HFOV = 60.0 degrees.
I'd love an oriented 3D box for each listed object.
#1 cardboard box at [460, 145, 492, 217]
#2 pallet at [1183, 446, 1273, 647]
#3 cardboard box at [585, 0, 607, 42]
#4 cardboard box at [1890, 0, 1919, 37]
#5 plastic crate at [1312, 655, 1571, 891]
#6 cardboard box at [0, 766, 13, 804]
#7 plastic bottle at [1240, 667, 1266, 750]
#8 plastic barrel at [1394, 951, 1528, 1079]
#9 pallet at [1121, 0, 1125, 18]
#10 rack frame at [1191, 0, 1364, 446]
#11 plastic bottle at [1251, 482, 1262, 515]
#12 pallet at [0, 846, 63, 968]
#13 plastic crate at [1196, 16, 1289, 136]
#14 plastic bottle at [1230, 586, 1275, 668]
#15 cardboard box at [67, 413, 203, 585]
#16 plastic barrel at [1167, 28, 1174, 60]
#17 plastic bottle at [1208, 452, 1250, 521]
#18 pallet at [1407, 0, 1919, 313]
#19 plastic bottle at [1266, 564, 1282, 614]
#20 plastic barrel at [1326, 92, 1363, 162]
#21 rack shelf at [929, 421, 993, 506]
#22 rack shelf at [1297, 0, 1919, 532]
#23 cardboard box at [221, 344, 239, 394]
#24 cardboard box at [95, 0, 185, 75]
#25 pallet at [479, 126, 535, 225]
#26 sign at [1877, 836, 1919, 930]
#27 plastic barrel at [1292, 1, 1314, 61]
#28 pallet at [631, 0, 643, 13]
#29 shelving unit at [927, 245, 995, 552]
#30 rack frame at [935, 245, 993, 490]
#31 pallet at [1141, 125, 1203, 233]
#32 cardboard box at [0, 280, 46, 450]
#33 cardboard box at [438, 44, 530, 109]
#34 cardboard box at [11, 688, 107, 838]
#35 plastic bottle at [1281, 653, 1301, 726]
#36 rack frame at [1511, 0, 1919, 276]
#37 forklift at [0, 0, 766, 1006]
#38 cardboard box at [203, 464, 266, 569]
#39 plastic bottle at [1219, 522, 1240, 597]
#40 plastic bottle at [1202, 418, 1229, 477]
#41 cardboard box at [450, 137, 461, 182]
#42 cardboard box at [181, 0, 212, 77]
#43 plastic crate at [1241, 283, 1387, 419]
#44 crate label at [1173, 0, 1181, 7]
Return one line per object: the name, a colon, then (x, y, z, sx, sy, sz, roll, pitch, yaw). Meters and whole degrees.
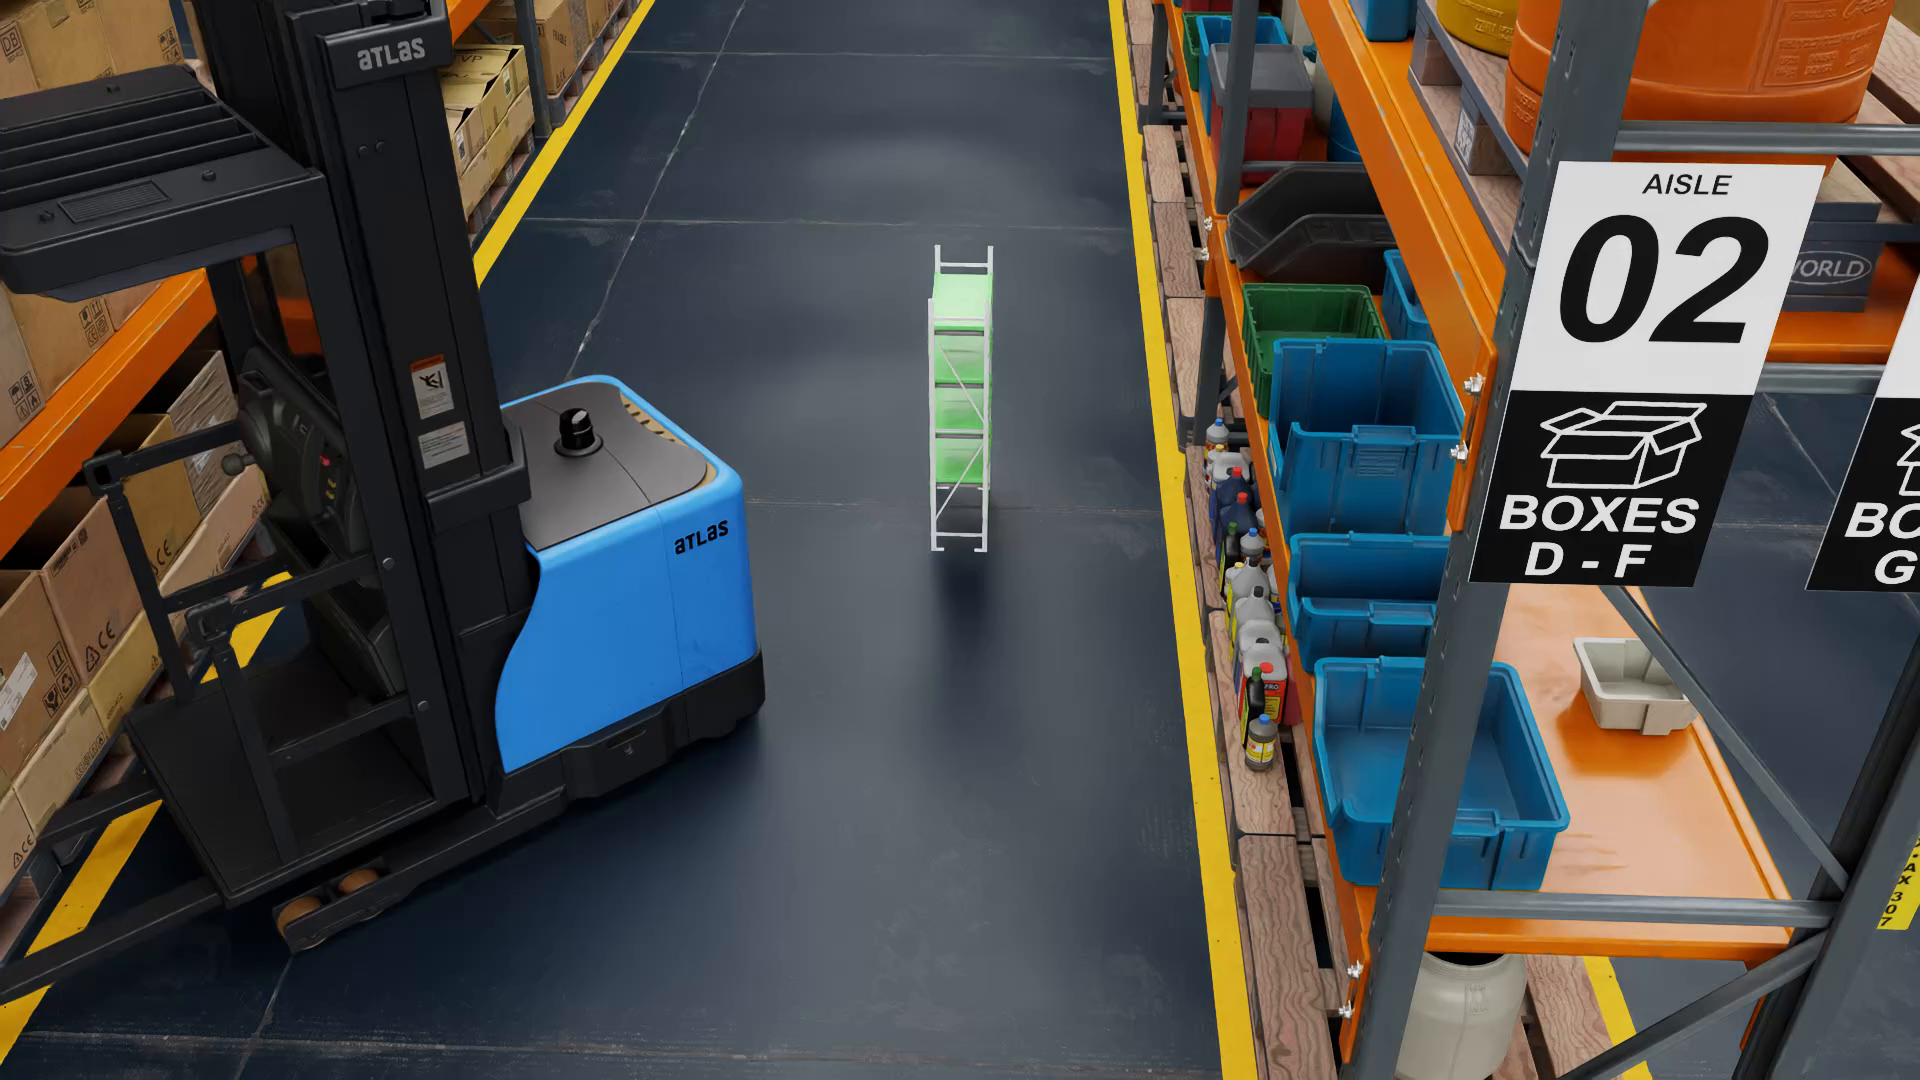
cardboard box: (-3.045, -2.081, 9.628, 0.500, 0.250, 0.500, 2, 35, 3)
pallet: (1.493, 0.013, 7.047, 1.003, 0.211, 1.213, 1, 35, 2)
cardboard box: (-2.883, -3.928, 12.022, 0.500, 0.500, 0.500, 1, 35, 1)
cardboard box: (6.720, -3.395, 10.954, 1.225, 0.875, 0.875, 0, 35, 0)
plastic crate: (1.122, 0.552, 3.985, 0.499, 0.251, 0.616, 1, 35, 2)
cardboard box: (-3.286, 0.725, 4.983, 0.500, 0.500, 0.500, 1, 35, 2)
plastic bottle: (1.023, 0.584, 5.790, 0.061, 0.283, 0.133, 2, 35, 3)
plastic barrel: (1.351, 1.252, 4.658, 0.421, 0.512, 0.421, 0, 35, 0)
pallet: (1.810, -4.525, 13.506, 1.003, 0.211, 1.213, 1, 35, 2)
rack frame: (1.561, -1.512, 6.793, 1.000, 3.000, 0.127, 1, 35, 2)
plastic bottle: (1.258, -0.151, 6.778, 0.144, 0.351, 0.185, 1, 35, 2)
pallet: (-3.560, 1.370, 5.117, 1.003, 0.211, 1.213, 1, 35, 2)
plastic crate: (1.295, -2.147, 7.710, 0.392, 0.384, 0.575, 1, 35, 2)
plastic bottle: (1.082, 0.305, 6.128, 0.144, 0.351, 0.185, 3, 35, 4)
cardboard box: (-3.236, -0.137, 6.210, 0.500, 0.500, 0.500, 1, 35, 2)
plastic barrel: (1.658, -3.572, 11.523, 0.421, 0.512, 0.421, 0, 35, 0)
plastic bottle: (1.125, -0.219, 6.939, 0.152, 0.276, 0.135, 3, 35, 4)
pallet: (1.532, -0.837, 3.388, 1.003, 0.211, 1.213, 1, 35, 2)
plastic bottle: (1.239, 0.218, 6.318, 0.152, 0.276, 0.135, 1, 35, 2)
plastic barrel: (1.880, -1.932, 6.955, 0.600, 0.901, 0.708, 1, 35, 2)
rack shelf: (0.007, -0.337, 7.215, 0.258, 0.148, 0.480, 1, 35, 2)
rack shelf: (1.481, -1.296, 4.503, 1.077, 0.370, 4.000, 1, 35, 2)
cardboard box: (-3.661, -0.921, 7.978, 0.500, 0.250, 0.500, 1, 35, 1)
cardboard box: (-3.399, -1.946, 6.194, 0.700, 0.500, 0.500, 1, 35, 2)
pallet: (-3.299, -2.314, 10.359, 1.003, 0.211, 1.213, 1, 35, 2)
sign: (1.950, 0.688, 3.422, 0.100, 0.325, 0.005, 1, 35, 2)
plastic barrel: (1.848, -2.534, 8.129, 0.433, 0.535, 0.433, 0, 35, 0)
pallet: (-3.061, -4.616, 13.635, 1.003, 0.211, 1.213, 1, 35, 2)
shelving unit: (0.007, -0.586, 7.040, 0.258, 1.200, 0.503, 1, 35, 2)
rack frame: (0.016, -0.726, 7.240, 0.240, 1.200, 0.015, 1, 35, 2)
pallet: (1.652, -2.226, 10.233, 1.003, 0.211, 1.213, 1, 35, 2)
cardboard box: (-3.457, -0.529, 5.307, 0.700, 0.500, 0.500, 2, 35, 3)
cardboard box: (-3.002, -2.897, 10.301, 0.500, 0.311, 0.500, 2, 35, 3)
cardboard box: (-3.268, 0.745, 5.608, 0.500, 0.250, 0.500, 1, 35, 2)
plastic bottle: (1.180, 0.510, 5.896, 0.061, 0.283, 0.133, 1, 35, 2)
rack frame: (1.401, -1.669, 1.798, 1.000, 3.000, 0.127, 1, 35, 2)
forklift: (-2.200, -0.224, 5.020, 3.031, 2.935, 1.130, -25, 42, -31)
cardboard box: (-3.218, -0.117, 6.834, 0.500, 0.250, 0.500, 1, 35, 2)
plastic bottle: (1.059, 0.075, 6.514, 0.061, 0.283, 0.133, 3, 35, 4)
plastic bottle: (1.111, -0.403, 7.205, 0.097, 0.271, 0.097, 0, 35, 0)
cardboard box: (-3.062, -2.020, 9.054, 0.500, 0.311, 0.500, 2, 35, 3)
cardboard box: (-3.319, -2.413, 7.988, 0.500, 0.500, 0.500, 4, 35, 5)
plastic crate: (1.225, -0.652, 5.754, 0.450, 0.188, 0.662, 1, 35, 2)
crate label: (1.412, -3.260, 9.250, 0.502, 0.435, 0.616, 1, 35, 2)
